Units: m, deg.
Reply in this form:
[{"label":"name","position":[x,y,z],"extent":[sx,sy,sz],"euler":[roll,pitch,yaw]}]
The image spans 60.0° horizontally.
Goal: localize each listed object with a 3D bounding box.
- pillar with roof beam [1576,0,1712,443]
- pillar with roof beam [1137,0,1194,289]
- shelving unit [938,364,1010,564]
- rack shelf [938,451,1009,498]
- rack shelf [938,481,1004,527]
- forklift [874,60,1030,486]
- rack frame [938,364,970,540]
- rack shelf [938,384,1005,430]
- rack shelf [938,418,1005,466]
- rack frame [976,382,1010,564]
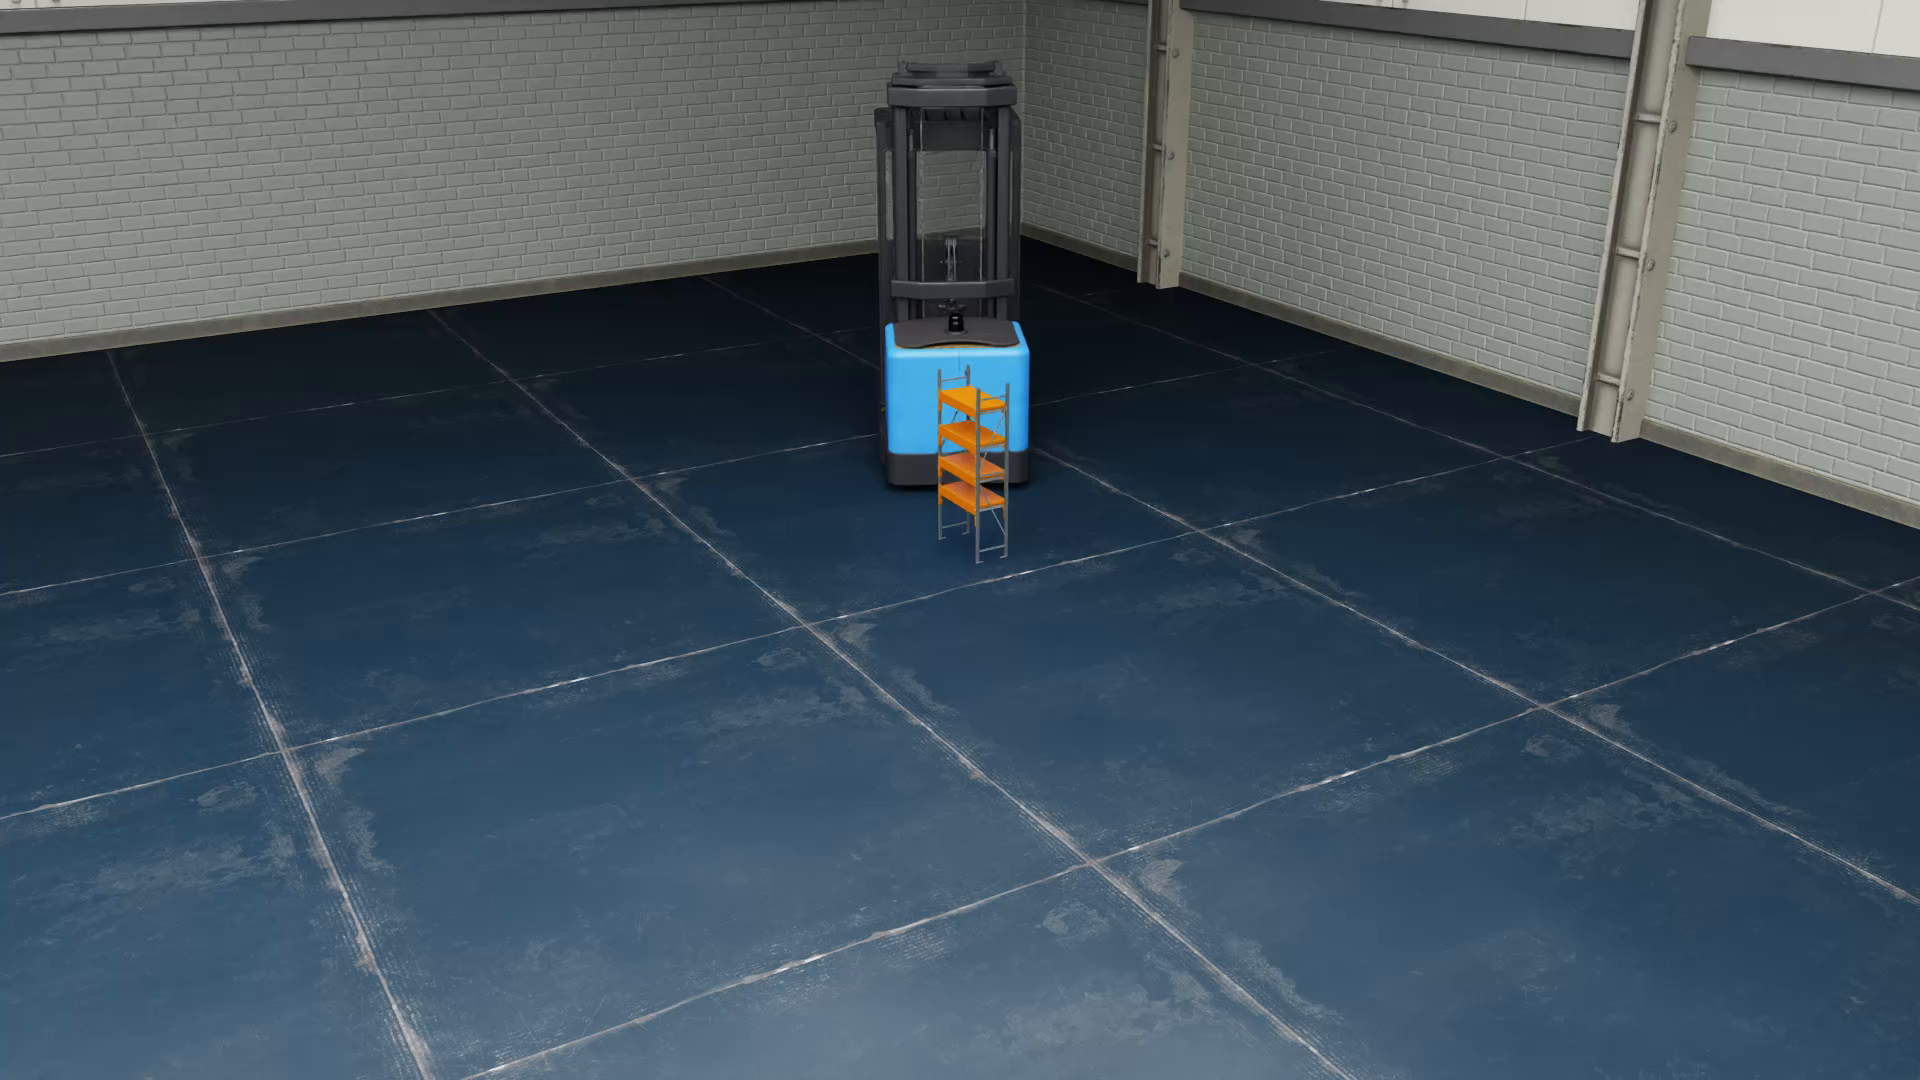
[{"label":"pillar with roof beam","position":[1.541,-4.206,9.707],"extent":[9.100,9.000,0.400],"euler":[-13,25,-28]},{"label":"pillar with roof beam","position":[-1.524,-6.148,14.486],"extent":[9.100,9.000,0.400],"euler":[-13,25,-28]},{"label":"shelving unit","position":[0.085,-0.502,10.954],"extent":[0.258,1.200,0.503],"euler":[-13,25,-28]},{"label":"rack shelf","position":[0.085,-0.440,10.979],"extent":[0.258,0.148,0.480],"euler":[-13,25,-28]},{"label":"rack shelf","position":[0.085,-0.256,11.054],"extent":[0.258,0.148,0.480],"euler":[-13,25,-28]},{"label":"forklift","position":[-0.100,-2.266,12.994],"extent":[1.130,2.935,3.031],"euler":[-1,22,-3]},{"label":"rack frame","position":[-0.040,-0.581,11.148],"extent":[0.240,1.200,0.015],"euler":[-13,25,-28]},{"label":"rack shelf","position":[0.085,-0.866,10.806],"extent":[0.258,0.148,0.480],"euler":[-13,25,-28]},{"label":"rack shelf","position":[0.085,-0.647,10.895],"extent":[0.258,0.148,0.480],"euler":[-13,25,-28]},{"label":"rack frame","position":[0.209,-0.423,10.759],"extent":[0.240,1.200,0.015],"euler":[-13,25,-28]}]
